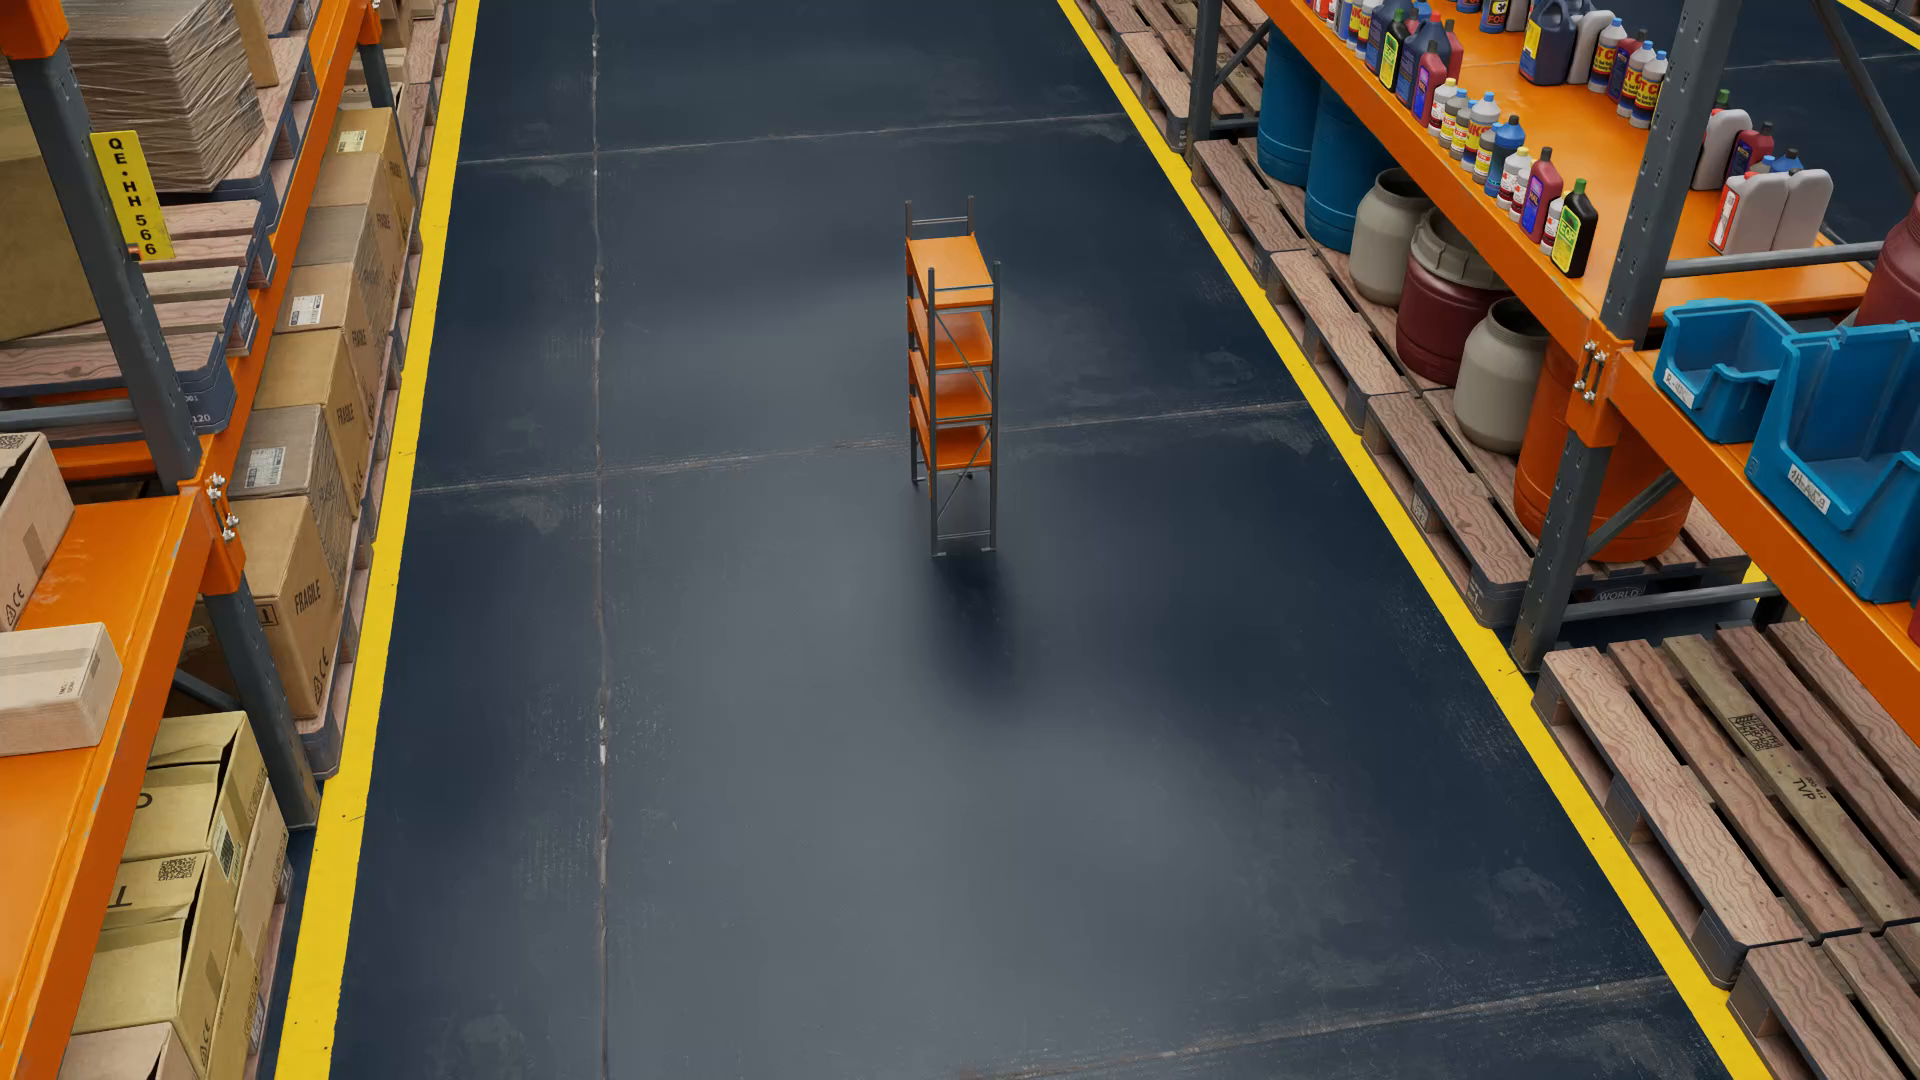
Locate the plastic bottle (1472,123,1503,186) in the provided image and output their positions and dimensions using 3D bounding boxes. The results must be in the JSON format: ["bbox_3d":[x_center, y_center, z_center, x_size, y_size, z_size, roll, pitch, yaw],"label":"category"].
[{"bbox_3d":[1.813,-1.320,5.667,0.097,0.201,0.097,0,38,0],"label":"plastic bottle"}]

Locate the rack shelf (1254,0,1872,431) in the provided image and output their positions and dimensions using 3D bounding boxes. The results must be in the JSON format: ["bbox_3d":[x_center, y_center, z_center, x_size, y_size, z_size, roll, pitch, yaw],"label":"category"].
[{"bbox_3d":[2.047,-1.737,6.627,1.077,0.370,4.000,-6,38,-8],"label":"rack shelf"}]

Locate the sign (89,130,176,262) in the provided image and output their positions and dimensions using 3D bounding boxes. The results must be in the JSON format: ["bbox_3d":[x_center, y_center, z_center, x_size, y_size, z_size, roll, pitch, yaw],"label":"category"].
[{"bbox_3d":[-1.934,-0.801,3.893,0.100,0.325,0.005,-6,38,-8],"label":"sign"}]

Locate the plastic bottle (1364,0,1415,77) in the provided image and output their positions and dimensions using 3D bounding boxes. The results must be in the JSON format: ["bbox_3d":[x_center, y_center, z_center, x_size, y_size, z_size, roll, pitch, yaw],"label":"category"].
[{"bbox_3d":[1.664,-1.975,6.388,0.144,0.351,0.185,-6,38,-8],"label":"plastic bottle"}]

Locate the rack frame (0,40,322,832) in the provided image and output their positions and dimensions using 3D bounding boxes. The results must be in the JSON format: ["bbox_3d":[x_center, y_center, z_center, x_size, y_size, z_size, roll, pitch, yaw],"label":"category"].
[{"bbox_3d":[-2.480,-0.283,4.169,1.000,3.000,0.127,-6,38,-8],"label":"rack frame"}]

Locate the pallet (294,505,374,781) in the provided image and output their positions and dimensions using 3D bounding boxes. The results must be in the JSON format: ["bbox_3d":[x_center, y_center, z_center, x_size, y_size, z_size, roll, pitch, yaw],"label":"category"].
[{"bbox_3d":[-2.573,0.364,5.610,1.003,0.211,1.213,-6,38,-8],"label":"pallet"}]

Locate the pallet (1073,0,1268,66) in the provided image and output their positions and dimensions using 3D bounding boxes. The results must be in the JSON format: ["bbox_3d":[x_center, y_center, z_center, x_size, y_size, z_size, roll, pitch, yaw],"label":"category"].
[{"bbox_3d":[1.312,-3.306,10.334,1.003,0.211,1.213,-6,38,-8],"label":"pallet"}]

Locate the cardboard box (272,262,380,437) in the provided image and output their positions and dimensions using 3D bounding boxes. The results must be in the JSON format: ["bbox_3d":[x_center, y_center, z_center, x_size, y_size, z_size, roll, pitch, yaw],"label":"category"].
[{"bbox_3d":[-2.555,-0.709,6.396,0.500,0.500,0.500,-7,38,-9],"label":"cardboard box"}]

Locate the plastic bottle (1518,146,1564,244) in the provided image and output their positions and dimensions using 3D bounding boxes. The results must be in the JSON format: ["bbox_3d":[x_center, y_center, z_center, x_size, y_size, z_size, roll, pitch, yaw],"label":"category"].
[{"bbox_3d":[1.866,-1.105,5.322,0.061,0.283,0.133,-6,38,-8],"label":"plastic bottle"}]

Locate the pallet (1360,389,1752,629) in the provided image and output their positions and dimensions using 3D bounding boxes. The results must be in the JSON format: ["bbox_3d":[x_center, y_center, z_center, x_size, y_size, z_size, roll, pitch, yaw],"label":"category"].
[{"bbox_3d":[2.218,-0.184,6.314,1.003,0.211,1.213,-6,38,-8],"label":"pallet"}]

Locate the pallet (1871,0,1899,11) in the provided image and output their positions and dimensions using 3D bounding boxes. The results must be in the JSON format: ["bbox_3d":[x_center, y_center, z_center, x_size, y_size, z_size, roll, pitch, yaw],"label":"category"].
[{"bbox_3d":[6.299,-3.867,11.055,1.003,0.211,1.213,-6,38,-8],"label":"pallet"}]

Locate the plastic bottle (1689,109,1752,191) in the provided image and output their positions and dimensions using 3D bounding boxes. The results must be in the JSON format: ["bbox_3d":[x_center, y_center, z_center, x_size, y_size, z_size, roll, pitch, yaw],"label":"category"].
[{"bbox_3d":[2.559,-1.340,5.630,0.152,0.276,0.135,-6,38,-8],"label":"plastic bottle"}]

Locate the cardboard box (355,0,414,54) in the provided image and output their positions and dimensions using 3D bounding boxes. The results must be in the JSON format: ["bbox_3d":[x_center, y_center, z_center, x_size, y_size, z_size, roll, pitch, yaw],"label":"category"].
[{"bbox_3d":[-3.515,-3.021,9.369,0.797,0.503,0.637,-6,38,-8],"label":"cardboard box"}]

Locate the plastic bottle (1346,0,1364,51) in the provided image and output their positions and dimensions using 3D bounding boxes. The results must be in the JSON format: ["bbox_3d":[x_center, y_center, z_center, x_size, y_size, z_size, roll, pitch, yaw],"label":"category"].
[{"bbox_3d":[1.599,-2.085,6.594,0.097,0.271,0.097,0,38,0],"label":"plastic bottle"}]

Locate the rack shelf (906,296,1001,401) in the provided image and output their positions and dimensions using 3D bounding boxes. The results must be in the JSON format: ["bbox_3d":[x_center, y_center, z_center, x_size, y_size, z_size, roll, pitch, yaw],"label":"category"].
[{"bbox_3d":[-0.029,-0.697,5.915,0.258,0.148,0.480,-6,38,-8],"label":"rack shelf"}]

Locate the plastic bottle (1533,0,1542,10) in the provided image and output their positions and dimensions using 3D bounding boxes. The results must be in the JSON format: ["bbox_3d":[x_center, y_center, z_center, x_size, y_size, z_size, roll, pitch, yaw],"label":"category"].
[{"bbox_3d":[2.311,-2.074,6.580,0.097,0.271,0.097,0,38,0],"label":"plastic bottle"}]

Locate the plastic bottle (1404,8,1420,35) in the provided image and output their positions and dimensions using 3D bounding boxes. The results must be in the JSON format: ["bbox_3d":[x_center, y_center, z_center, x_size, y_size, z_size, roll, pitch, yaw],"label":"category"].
[{"bbox_3d":[1.710,-1.855,6.287,0.061,0.283,0.133,-6,38,-8],"label":"plastic bottle"}]

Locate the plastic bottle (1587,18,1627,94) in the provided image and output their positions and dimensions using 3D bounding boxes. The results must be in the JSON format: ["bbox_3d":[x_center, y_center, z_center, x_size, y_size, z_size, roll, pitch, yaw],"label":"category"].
[{"bbox_3d":[2.444,-1.829,6.264,0.097,0.271,0.097,0,38,0],"label":"plastic bottle"}]

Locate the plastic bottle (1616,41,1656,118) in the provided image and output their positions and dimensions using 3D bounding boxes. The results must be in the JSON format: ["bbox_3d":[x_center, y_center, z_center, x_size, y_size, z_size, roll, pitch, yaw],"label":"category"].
[{"bbox_3d":[2.485,-1.690,6.085,0.097,0.271,0.097,0,38,0],"label":"plastic bottle"}]

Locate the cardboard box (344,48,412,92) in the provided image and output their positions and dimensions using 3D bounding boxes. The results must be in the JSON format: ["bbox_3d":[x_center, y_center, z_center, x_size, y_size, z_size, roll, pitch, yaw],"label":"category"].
[{"bbox_3d":[-3.203,-2.552,9.040,0.380,0.166,0.250,-6,38,-8],"label":"cardboard box"}]

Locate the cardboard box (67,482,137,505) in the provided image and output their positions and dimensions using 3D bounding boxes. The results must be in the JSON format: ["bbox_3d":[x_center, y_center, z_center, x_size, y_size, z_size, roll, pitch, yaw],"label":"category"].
[{"bbox_3d":[-2.889,-0.338,5.308,0.500,0.250,0.500,-5,38,-6],"label":"cardboard box"}]

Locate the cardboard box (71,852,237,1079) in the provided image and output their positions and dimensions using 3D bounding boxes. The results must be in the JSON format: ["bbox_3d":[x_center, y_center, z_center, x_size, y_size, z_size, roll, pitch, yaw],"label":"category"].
[{"bbox_3d":[-2.048,1.019,3.935,0.500,0.311,0.500,-7,38,-9],"label":"cardboard box"}]

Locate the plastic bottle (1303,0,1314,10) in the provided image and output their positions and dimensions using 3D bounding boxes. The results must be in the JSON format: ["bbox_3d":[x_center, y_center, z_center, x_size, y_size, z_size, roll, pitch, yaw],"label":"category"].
[{"bbox_3d":[1.496,-2.379,6.963,0.061,0.283,0.133,-6,38,-8],"label":"plastic bottle"}]

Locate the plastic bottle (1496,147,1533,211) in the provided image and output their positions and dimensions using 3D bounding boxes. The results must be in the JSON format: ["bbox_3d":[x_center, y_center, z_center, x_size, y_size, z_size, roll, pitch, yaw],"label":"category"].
[{"bbox_3d":[1.847,-1.203,5.515,0.097,0.201,0.097,0,38,0],"label":"plastic bottle"}]

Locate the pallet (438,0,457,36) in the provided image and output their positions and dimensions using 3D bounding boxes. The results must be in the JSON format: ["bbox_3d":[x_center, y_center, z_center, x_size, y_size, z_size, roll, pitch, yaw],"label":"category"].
[{"bbox_3d":[-3.728,-3.486,10.565,1.003,0.211,1.213,-6,38,-8],"label":"pallet"}]

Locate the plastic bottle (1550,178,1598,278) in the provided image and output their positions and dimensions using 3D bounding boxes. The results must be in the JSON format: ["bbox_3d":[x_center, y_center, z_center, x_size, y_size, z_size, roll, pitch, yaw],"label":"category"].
[{"bbox_3d":[1.907,-0.965,5.143,0.061,0.283,0.133,-6,38,-8],"label":"plastic bottle"}]

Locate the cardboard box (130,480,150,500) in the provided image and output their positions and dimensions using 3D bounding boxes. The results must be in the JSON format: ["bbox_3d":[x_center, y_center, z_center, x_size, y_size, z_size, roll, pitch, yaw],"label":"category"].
[{"bbox_3d":[-2.875,-0.009,5.495,0.500,0.500,0.500,-5,38,-6],"label":"cardboard box"}]

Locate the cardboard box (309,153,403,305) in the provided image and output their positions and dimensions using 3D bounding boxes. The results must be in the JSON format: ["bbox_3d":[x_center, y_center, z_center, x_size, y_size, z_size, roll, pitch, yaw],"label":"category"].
[{"bbox_3d":[-2.734,-1.318,7.181,0.500,0.500,0.500,-6,38,-8],"label":"cardboard box"}]

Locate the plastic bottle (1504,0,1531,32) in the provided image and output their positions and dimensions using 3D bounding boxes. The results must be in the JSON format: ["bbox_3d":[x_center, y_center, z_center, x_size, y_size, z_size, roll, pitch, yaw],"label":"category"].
[{"bbox_3d":[2.300,-2.230,6.777,0.152,0.276,0.135,-6,38,-8],"label":"plastic bottle"}]

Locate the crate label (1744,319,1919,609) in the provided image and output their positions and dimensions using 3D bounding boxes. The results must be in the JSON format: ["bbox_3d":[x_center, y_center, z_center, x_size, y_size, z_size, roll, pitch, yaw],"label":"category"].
[{"bbox_3d":[2.305,-0.198,4.031,0.502,0.435,0.616,-6,38,-8],"label":"crate label"}]

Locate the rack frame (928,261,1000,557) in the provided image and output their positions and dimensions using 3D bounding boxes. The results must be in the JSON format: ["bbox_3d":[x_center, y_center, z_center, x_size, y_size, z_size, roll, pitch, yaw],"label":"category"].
[{"bbox_3d":[0.014,-0.426,5.821,0.240,1.200,0.015,-6,38,-8],"label":"rack frame"}]

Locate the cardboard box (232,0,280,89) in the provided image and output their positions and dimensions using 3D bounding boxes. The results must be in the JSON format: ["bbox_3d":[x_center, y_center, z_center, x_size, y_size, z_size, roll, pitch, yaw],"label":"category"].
[{"bbox_3d":[-2.810,-1.843,5.754,0.700,0.500,0.500,-16,41,-19],"label":"cardboard box"}]

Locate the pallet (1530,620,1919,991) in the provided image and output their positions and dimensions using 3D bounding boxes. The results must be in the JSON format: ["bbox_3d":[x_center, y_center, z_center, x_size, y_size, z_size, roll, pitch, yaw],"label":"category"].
[{"bbox_3d":[2.495,0.760,5.099,1.003,0.211,1.213,-6,38,-8],"label":"pallet"}]

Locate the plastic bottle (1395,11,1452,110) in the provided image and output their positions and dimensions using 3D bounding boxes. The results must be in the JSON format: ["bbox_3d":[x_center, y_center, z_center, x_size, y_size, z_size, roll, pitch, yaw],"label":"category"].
[{"bbox_3d":[1.719,-1.783,6.140,0.144,0.351,0.185,-6,38,-8],"label":"plastic bottle"}]

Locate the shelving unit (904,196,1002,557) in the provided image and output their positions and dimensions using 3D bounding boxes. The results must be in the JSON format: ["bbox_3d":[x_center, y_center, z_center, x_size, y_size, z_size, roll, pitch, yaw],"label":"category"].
[{"bbox_3d":[-0.029,-0.574,6.011,0.258,1.200,0.503,-6,38,-8],"label":"shelving unit"}]

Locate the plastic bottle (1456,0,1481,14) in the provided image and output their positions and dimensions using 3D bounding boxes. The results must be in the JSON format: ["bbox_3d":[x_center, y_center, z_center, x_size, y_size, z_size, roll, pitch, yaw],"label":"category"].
[{"bbox_3d":[2.140,-2.344,6.927,0.097,0.271,0.097,0,38,0],"label":"plastic bottle"}]

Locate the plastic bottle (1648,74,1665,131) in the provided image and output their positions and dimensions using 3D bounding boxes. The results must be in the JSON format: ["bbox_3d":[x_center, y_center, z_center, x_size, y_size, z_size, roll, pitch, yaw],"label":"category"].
[{"bbox_3d":[2.540,-1.568,5.918,0.061,0.283,0.133,-6,38,-8],"label":"plastic bottle"}]

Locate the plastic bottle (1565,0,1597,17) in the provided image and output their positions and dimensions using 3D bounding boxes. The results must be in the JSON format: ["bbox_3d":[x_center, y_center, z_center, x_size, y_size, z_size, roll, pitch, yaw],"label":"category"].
[{"bbox_3d":[2.373,-2.024,6.451,0.144,0.351,0.185,-6,38,-8],"label":"plastic bottle"}]

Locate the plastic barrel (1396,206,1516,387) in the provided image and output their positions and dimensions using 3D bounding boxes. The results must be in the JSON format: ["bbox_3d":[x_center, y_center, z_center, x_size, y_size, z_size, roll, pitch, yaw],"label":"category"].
[{"bbox_3d":[2.097,-1.002,6.719,0.600,0.588,0.708,-6,38,-8],"label":"plastic barrel"}]

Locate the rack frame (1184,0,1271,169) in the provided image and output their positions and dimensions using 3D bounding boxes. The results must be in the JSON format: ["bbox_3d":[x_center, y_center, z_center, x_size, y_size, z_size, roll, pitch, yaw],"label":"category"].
[{"bbox_3d":[1.696,-3.229,7.961,1.000,3.000,0.127,-6,38,-8],"label":"rack frame"}]

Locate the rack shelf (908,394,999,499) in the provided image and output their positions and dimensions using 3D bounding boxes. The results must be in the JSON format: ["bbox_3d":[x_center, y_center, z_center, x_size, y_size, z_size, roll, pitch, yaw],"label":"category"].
[{"bbox_3d":[-0.029,-0.364,6.174,0.258,0.148,0.480,-6,38,-8],"label":"rack shelf"}]

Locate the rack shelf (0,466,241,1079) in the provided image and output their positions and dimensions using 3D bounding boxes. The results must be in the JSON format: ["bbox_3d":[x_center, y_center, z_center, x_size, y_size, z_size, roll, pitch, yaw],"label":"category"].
[{"bbox_3d":[-2.129,1.210,2.834,1.077,0.370,4.000,-6,38,-8],"label":"rack shelf"}]

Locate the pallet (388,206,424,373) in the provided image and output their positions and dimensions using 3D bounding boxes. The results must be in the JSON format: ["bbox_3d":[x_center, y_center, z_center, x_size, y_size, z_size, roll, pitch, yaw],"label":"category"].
[{"bbox_3d":[-3.001,-1.110,7.507,1.003,0.211,1.213,-6,38,-8],"label":"pallet"}]

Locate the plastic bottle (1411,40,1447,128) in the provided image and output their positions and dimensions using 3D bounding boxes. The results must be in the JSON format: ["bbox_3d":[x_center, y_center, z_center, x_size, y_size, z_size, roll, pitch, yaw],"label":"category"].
[{"bbox_3d":[1.706,-1.656,6.031,0.061,0.283,0.133,-6,38,-8],"label":"plastic bottle"}]

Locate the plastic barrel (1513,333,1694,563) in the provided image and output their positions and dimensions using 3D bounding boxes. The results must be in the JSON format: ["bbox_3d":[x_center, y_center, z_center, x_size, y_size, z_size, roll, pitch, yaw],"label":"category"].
[{"bbox_3d":[2.295,-0.416,5.766,0.600,0.830,0.708,-6,38,-8],"label":"plastic barrel"}]

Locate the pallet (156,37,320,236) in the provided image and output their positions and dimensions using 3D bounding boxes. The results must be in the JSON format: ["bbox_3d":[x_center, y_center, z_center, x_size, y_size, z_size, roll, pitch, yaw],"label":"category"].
[{"bbox_3d":[-2.825,-1.381,5.739,1.003,0.211,1.213,-6,38,-8],"label":"pallet"}]

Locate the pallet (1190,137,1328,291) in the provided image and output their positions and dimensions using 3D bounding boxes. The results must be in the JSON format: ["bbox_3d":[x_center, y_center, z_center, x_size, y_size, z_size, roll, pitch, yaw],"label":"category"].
[{"bbox_3d":[1.791,-1.657,8.211,1.003,0.211,1.213,-6,38,-8],"label":"pallet"}]

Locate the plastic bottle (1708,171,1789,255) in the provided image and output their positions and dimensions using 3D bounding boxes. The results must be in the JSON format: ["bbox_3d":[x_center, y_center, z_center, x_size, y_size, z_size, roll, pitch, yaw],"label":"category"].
[{"bbox_3d":[2.490,-1.044,5.250,0.152,0.276,0.135,-6,38,-8],"label":"plastic bottle"}]

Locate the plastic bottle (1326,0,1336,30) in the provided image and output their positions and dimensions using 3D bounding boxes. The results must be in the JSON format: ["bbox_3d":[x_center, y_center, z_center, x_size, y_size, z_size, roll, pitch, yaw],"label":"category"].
[{"bbox_3d":[1.558,-2.198,6.796,0.097,0.201,0.097,0,38,0],"label":"plastic bottle"}]

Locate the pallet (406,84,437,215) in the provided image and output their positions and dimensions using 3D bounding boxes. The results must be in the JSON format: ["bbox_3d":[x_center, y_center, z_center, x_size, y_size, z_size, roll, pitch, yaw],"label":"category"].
[{"bbox_3d":[-3.300,-2.012,8.668,1.003,0.211,1.213,-6,38,-8],"label":"pallet"}]

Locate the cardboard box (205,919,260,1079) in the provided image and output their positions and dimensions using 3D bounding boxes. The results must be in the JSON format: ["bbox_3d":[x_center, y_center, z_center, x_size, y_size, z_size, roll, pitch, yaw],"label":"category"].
[{"bbox_3d":[-2.053,1.240,4.108,0.500,0.250,0.500,-7,38,-8],"label":"cardboard box"}]

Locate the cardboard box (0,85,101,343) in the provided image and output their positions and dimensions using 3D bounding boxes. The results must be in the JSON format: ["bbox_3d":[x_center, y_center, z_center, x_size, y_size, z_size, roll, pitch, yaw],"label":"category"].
[{"bbox_3d":[-2.701,-0.856,4.483,0.700,0.500,0.500,-19,42,-23],"label":"cardboard box"}]

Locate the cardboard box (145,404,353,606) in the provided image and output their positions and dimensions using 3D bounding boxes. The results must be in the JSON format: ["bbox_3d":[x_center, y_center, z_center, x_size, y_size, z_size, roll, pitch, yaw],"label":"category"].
[{"bbox_3d":[-2.375,-0.090,5.600,0.500,0.500,0.500,-8,38,-10],"label":"cardboard box"}]

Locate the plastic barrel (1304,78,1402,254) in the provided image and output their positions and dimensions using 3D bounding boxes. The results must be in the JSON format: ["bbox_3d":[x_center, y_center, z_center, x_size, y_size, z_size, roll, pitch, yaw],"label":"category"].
[{"bbox_3d":[1.899,-1.808,7.500,0.600,0.901,0.708,-6,38,-8],"label":"plastic barrel"}]

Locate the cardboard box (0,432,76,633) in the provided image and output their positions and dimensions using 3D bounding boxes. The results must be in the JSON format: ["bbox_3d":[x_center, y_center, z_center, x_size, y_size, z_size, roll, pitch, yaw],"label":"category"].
[{"bbox_3d":[-2.459,-0.023,3.907,0.500,0.311,0.500,-4,38,-5],"label":"cardboard box"}]

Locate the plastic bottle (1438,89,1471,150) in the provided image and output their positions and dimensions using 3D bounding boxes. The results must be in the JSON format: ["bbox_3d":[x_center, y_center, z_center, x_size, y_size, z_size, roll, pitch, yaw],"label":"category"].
[{"bbox_3d":[1.762,-1.497,5.894,0.097,0.201,0.097,0,38,0],"label":"plastic bottle"}]

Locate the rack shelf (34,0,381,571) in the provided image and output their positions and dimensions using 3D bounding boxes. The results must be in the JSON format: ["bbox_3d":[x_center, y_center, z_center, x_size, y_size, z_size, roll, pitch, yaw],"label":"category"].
[{"bbox_3d":[-2.830,-1.206,5.944,1.077,0.370,4.000,-6,38,-8],"label":"rack shelf"}]

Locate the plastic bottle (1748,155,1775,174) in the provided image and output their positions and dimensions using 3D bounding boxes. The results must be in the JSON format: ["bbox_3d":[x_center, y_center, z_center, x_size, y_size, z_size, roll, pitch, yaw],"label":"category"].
[{"bbox_3d":[2.630,-1.162,5.463,0.097,0.201,0.097,0,38,0],"label":"plastic bottle"}]

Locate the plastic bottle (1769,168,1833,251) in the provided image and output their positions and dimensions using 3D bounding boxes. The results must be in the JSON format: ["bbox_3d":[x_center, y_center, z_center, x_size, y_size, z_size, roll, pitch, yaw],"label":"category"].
[{"bbox_3d":[2.640,-1.060,5.271,0.152,0.276,0.135,-6,38,-8],"label":"plastic bottle"}]
